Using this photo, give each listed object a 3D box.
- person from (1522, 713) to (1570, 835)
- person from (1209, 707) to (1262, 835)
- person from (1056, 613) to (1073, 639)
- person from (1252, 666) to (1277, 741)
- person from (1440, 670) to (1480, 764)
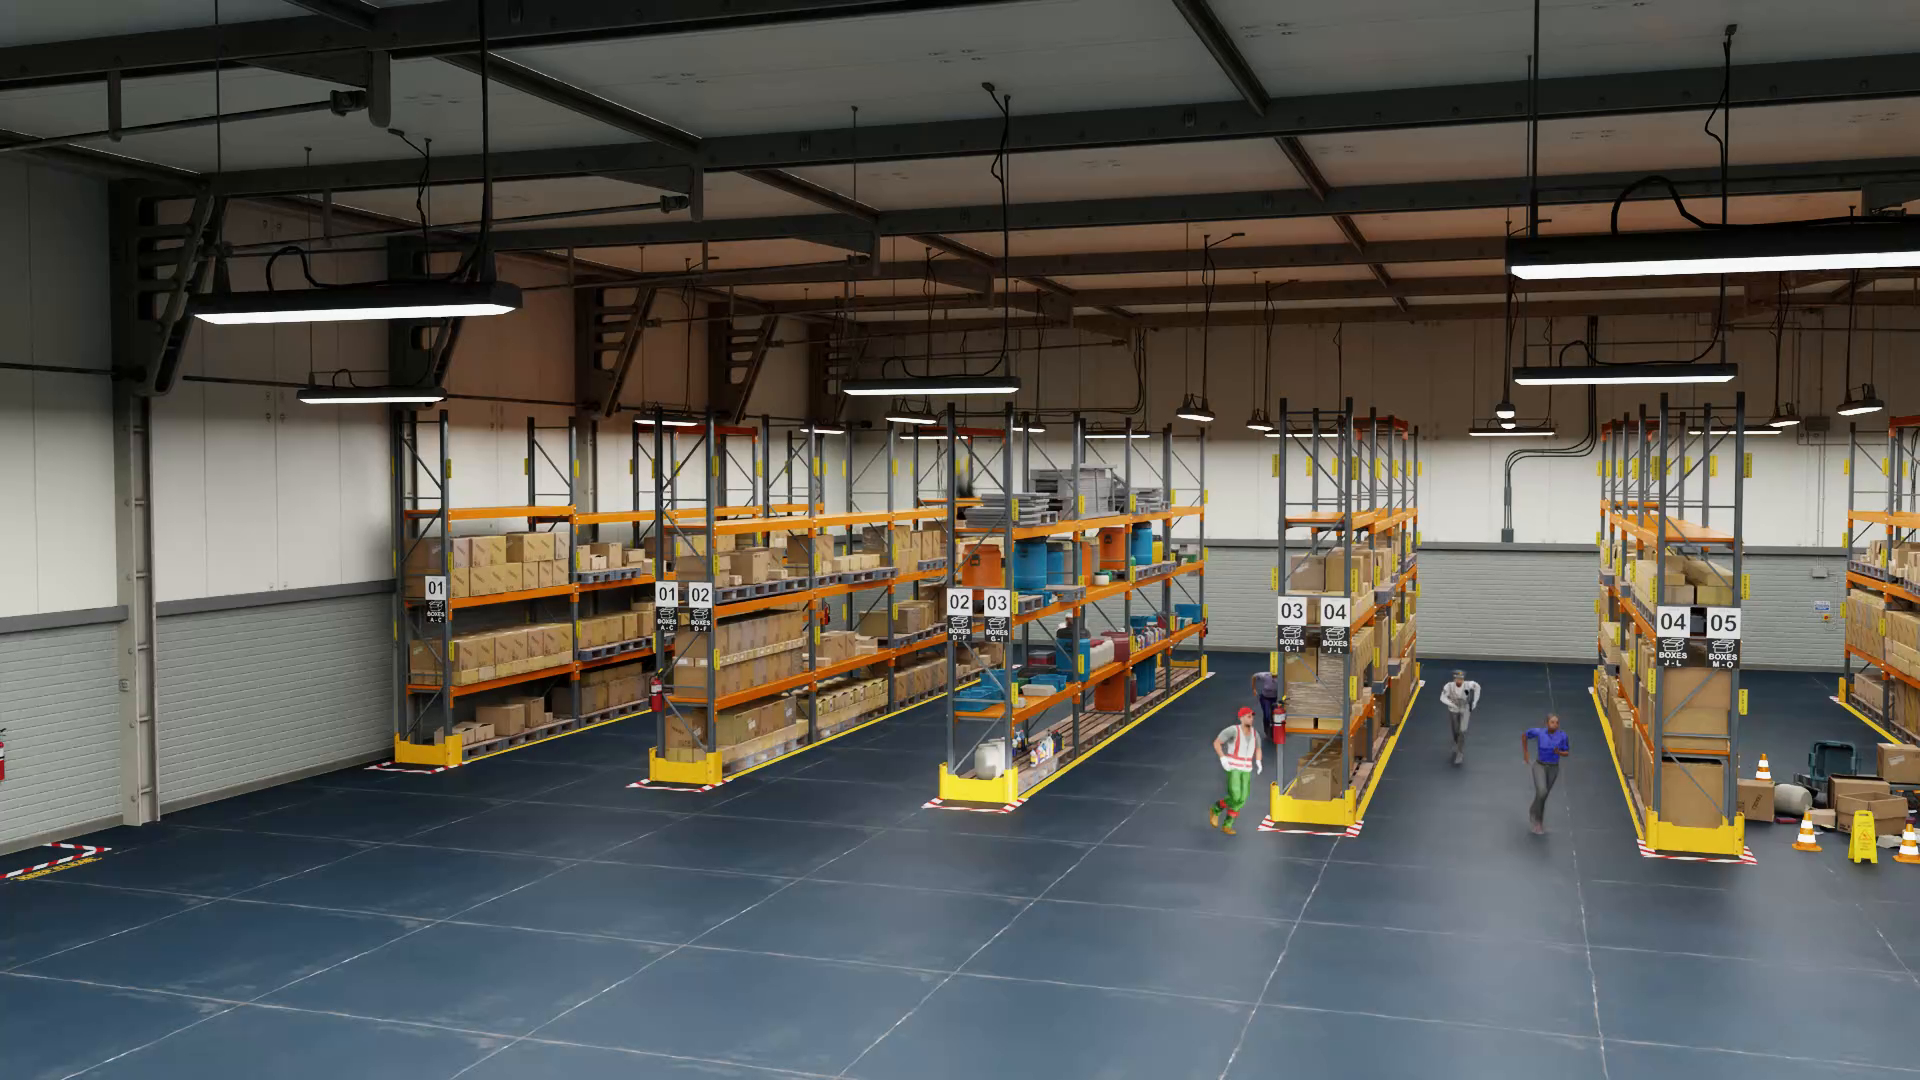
[{"bbox_3d":[8.105,3.224,23.032,0.570,1.698,0.817,0,2,1],"label":"person"},{"bbox_3d":[3.850,3.159,22.900,0.718,1.737,0.578,-1,3,-27],"label":"person"},{"bbox_3d":[2.472,2.504,38.017,0.692,1.695,0.664,1,3,17],"label":"person"},{"bbox_3d":[5.663,2.967,30.434,0.633,1.476,0.794,0,2,0],"label":"person"},{"bbox_3d":[8.599,3.013,28.609,0.657,1.623,0.959,1,3,16],"label":"person"}]
